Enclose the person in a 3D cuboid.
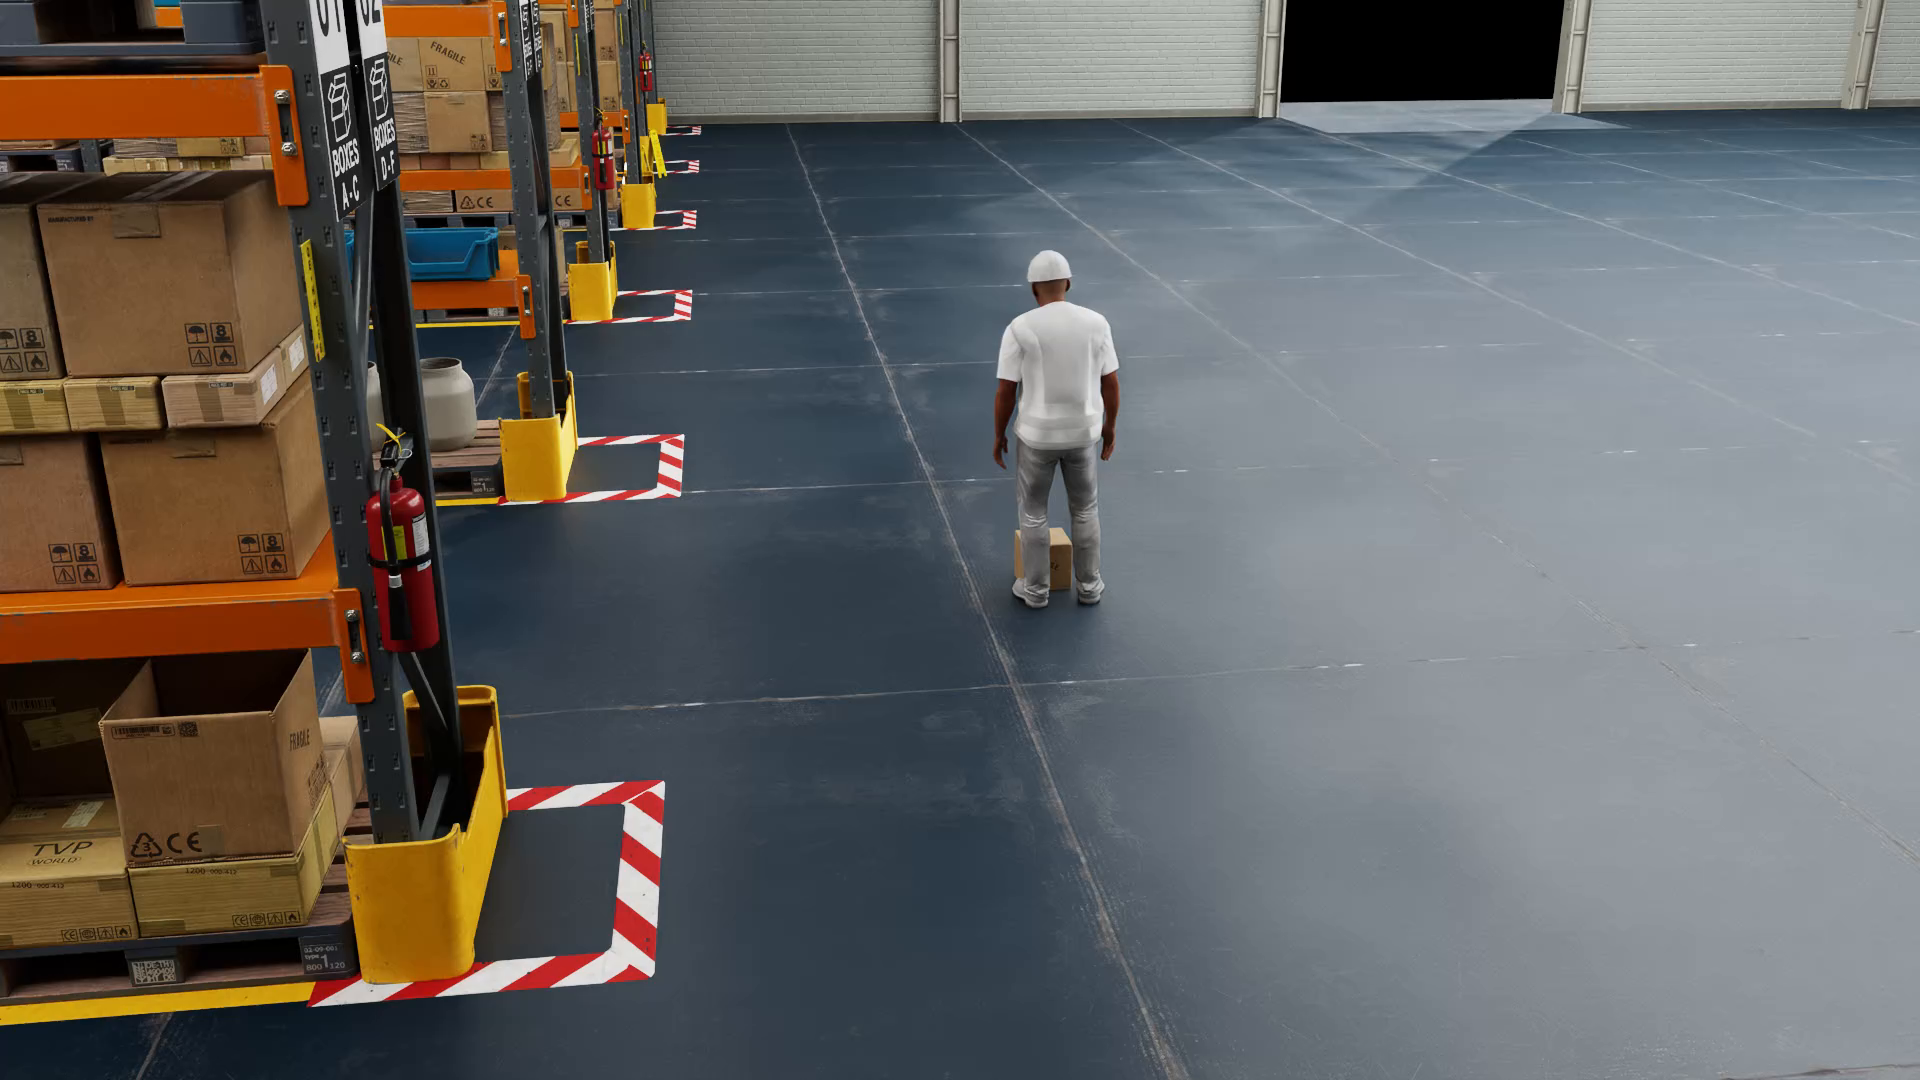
[{"bbox_3d":[0.464,-0.530,8.126,0.632,1.759,0.462,-4,20,-11],"label":"person"}]
